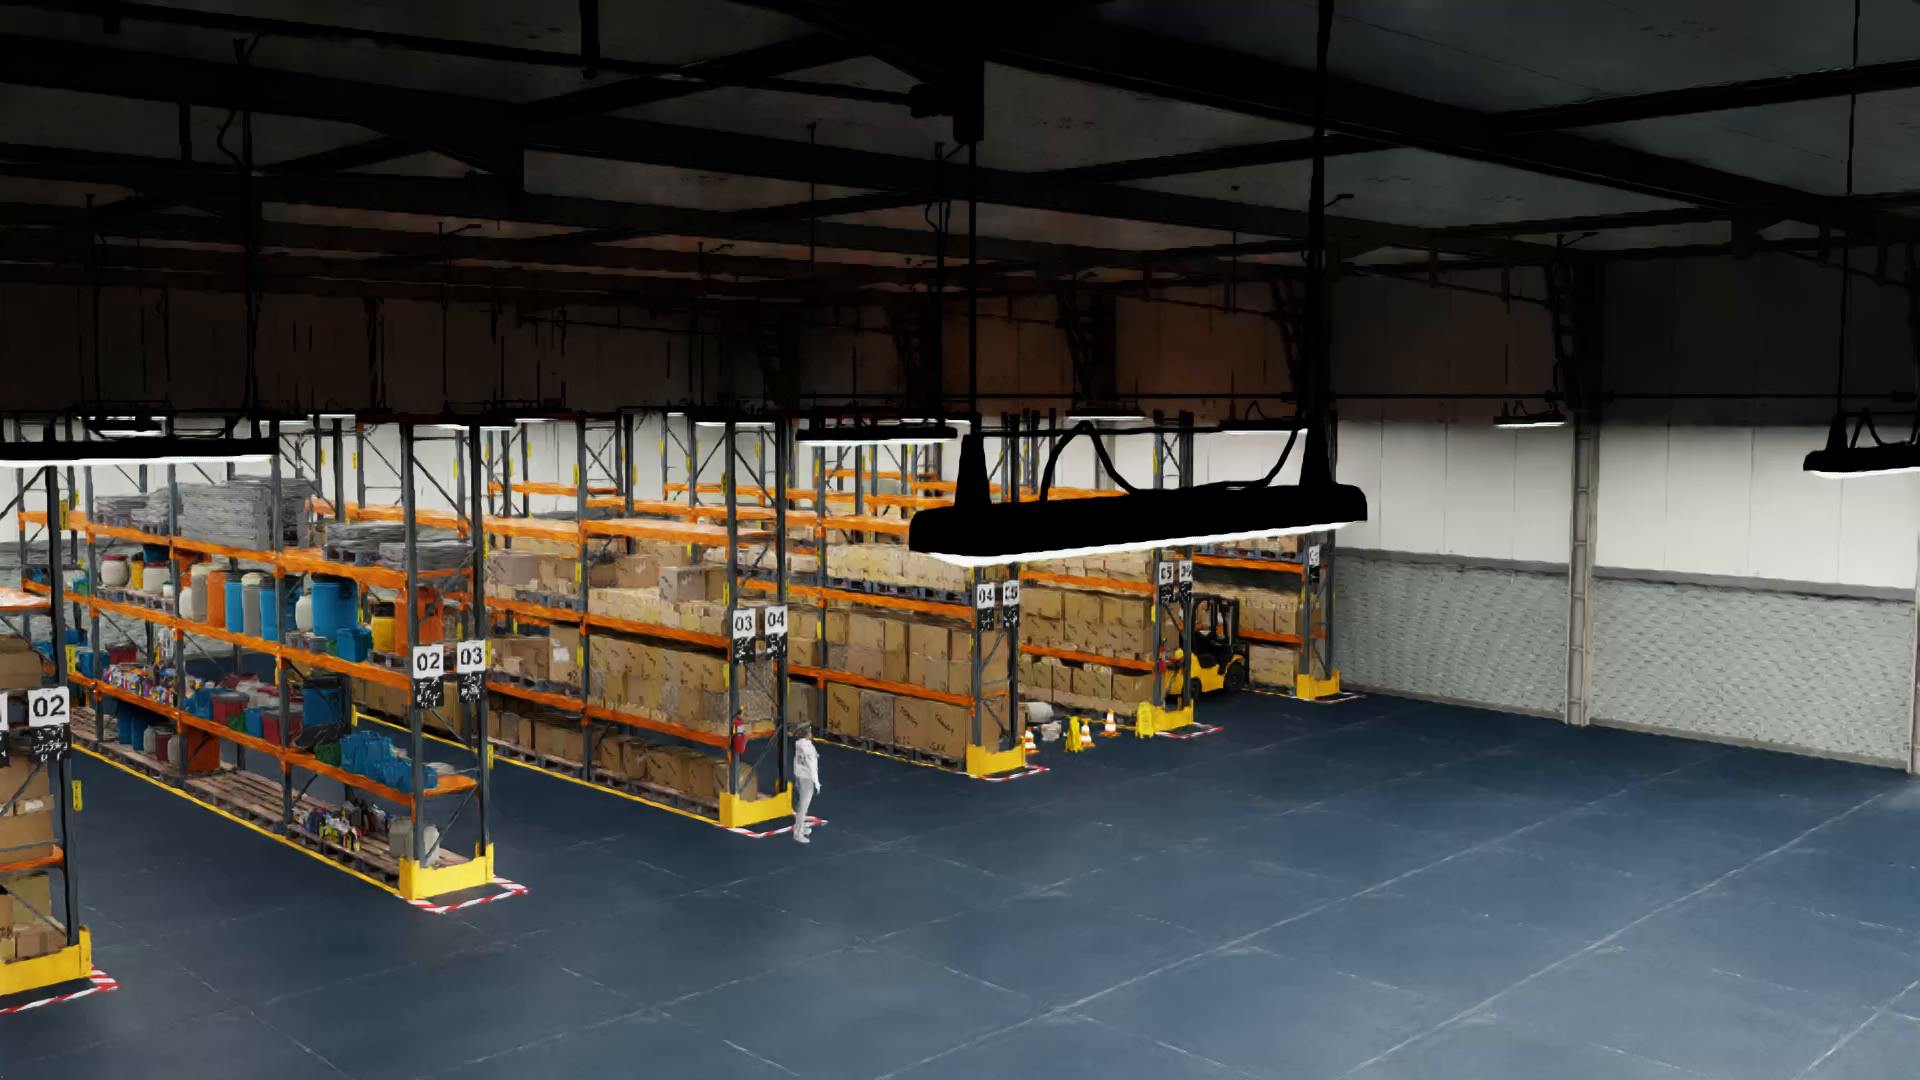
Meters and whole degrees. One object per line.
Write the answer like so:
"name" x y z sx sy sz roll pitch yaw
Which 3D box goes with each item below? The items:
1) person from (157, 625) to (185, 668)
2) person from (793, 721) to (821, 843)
"person" -16.743 2.414 35.314 0.542 1.675 1.126 -5 7 -43
"person" -2.224 3.430 23.738 0.403 1.676 0.628 -2 5 -24
